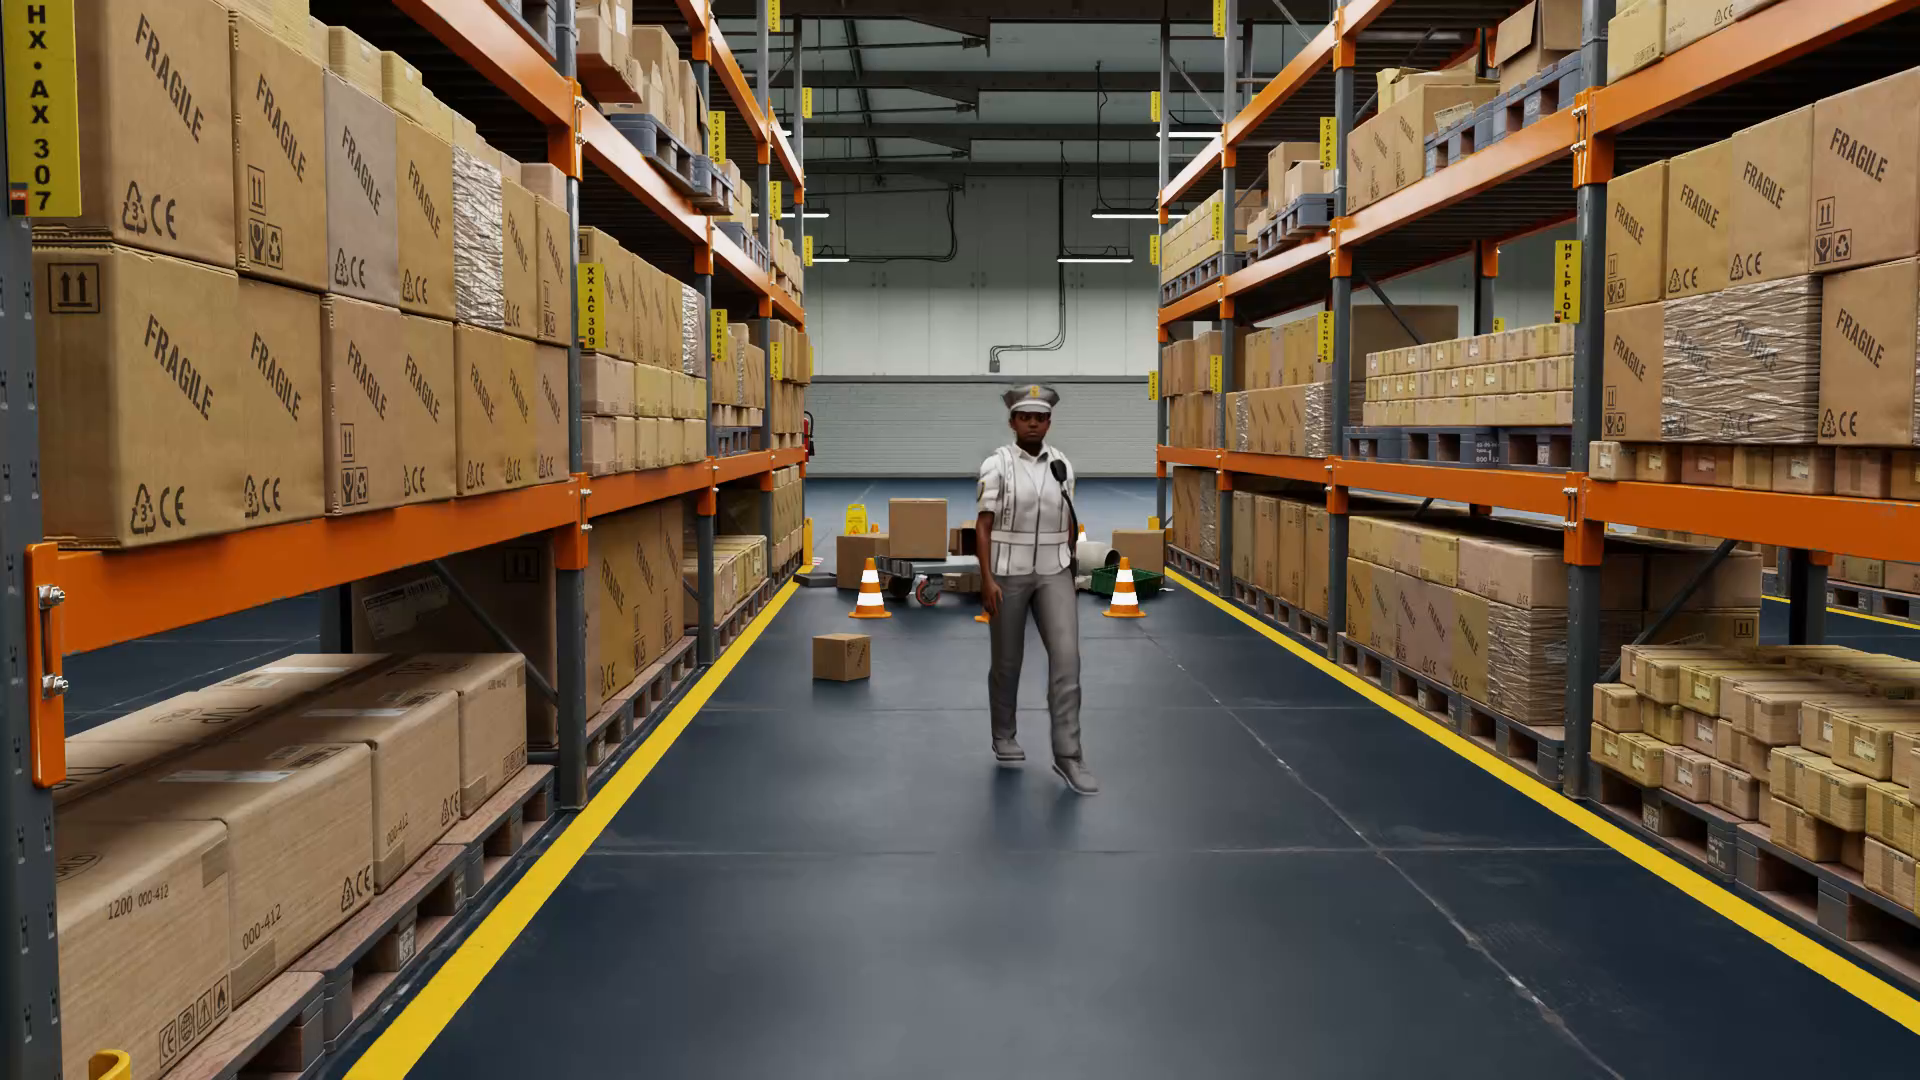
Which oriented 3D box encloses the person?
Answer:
[{"bbox_3d":[0.310,0.185,7.131,0.484,1.701,0.798,-1,4,-10],"label":"person"}]
